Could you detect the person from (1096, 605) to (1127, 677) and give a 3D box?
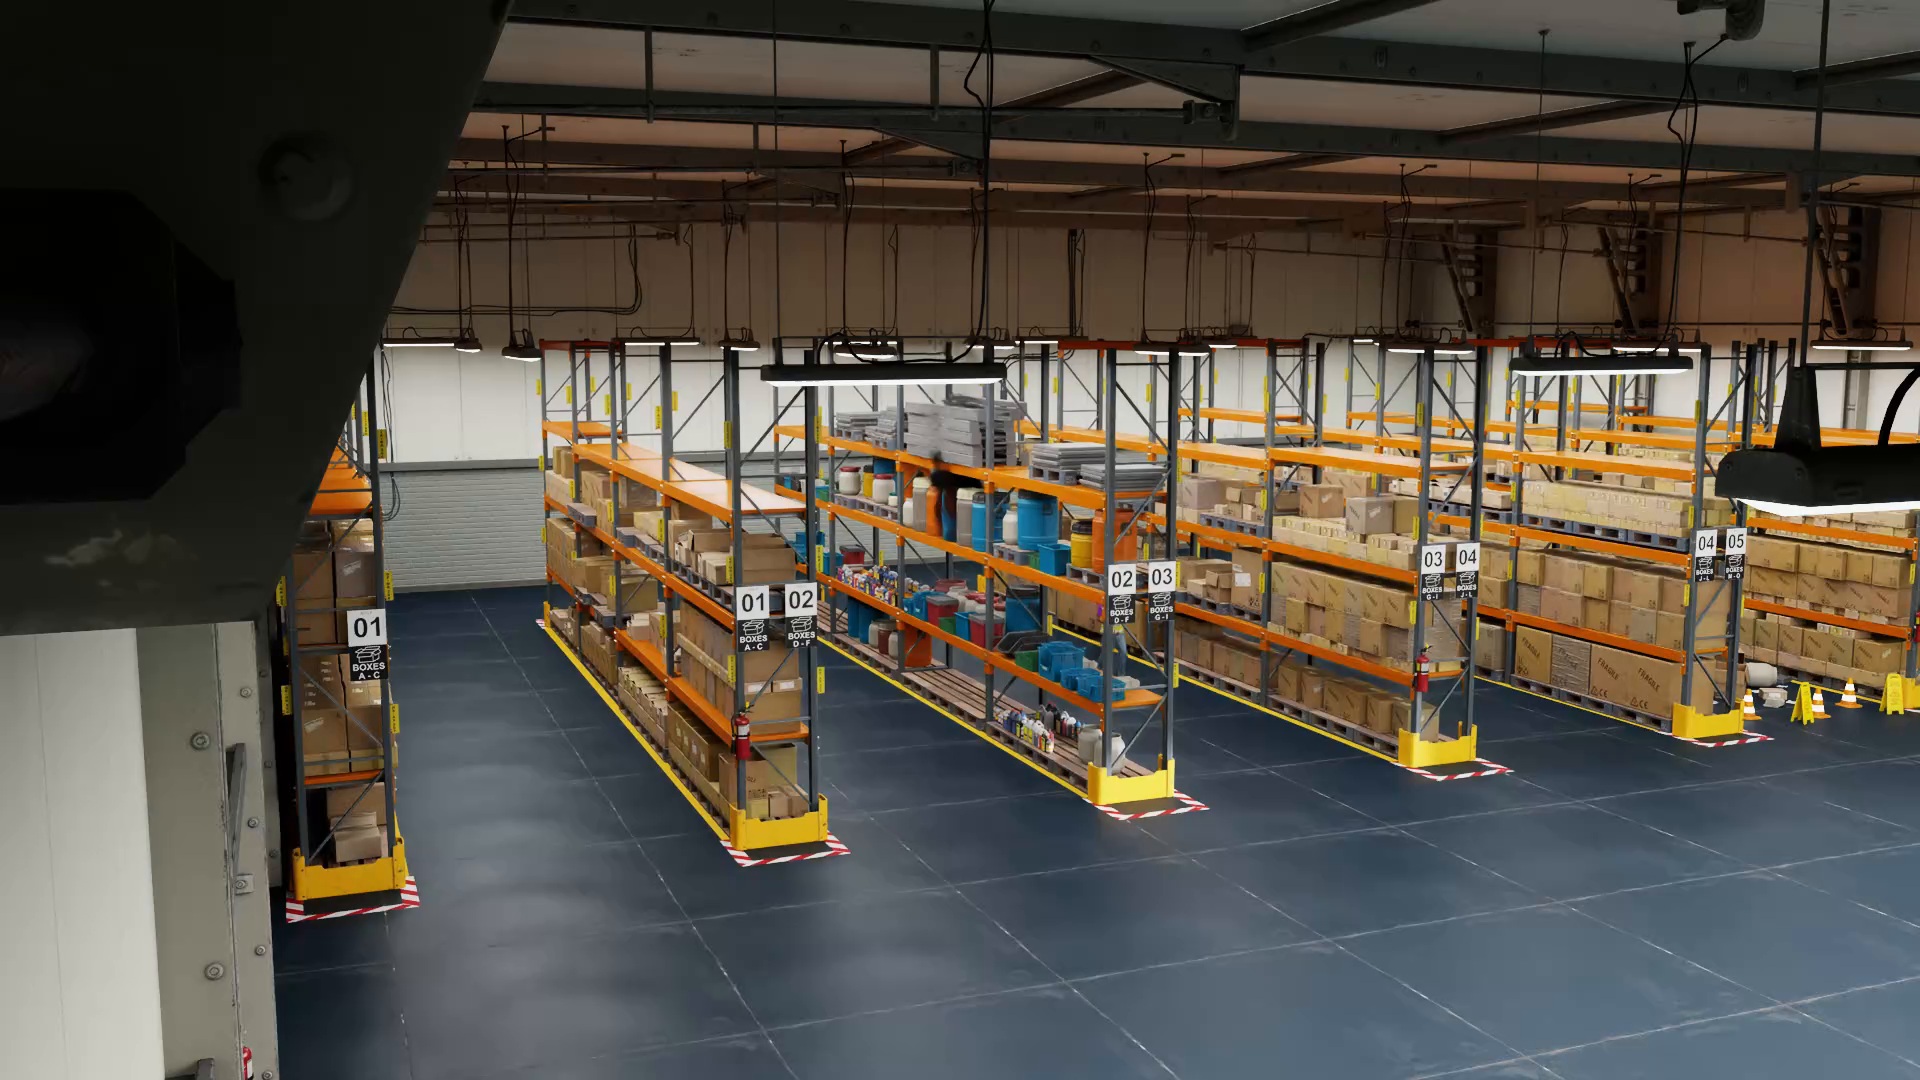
[{"bbox_3d":[2.661,1.664,29.234,0.678,1.817,0.803,-4,9,-31],"label":"person"}]

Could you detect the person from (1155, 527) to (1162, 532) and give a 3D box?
[{"bbox_3d":[4.432,0.500,38.618,0.651,1.617,0.543,-3,8,-19],"label":"person"}]
